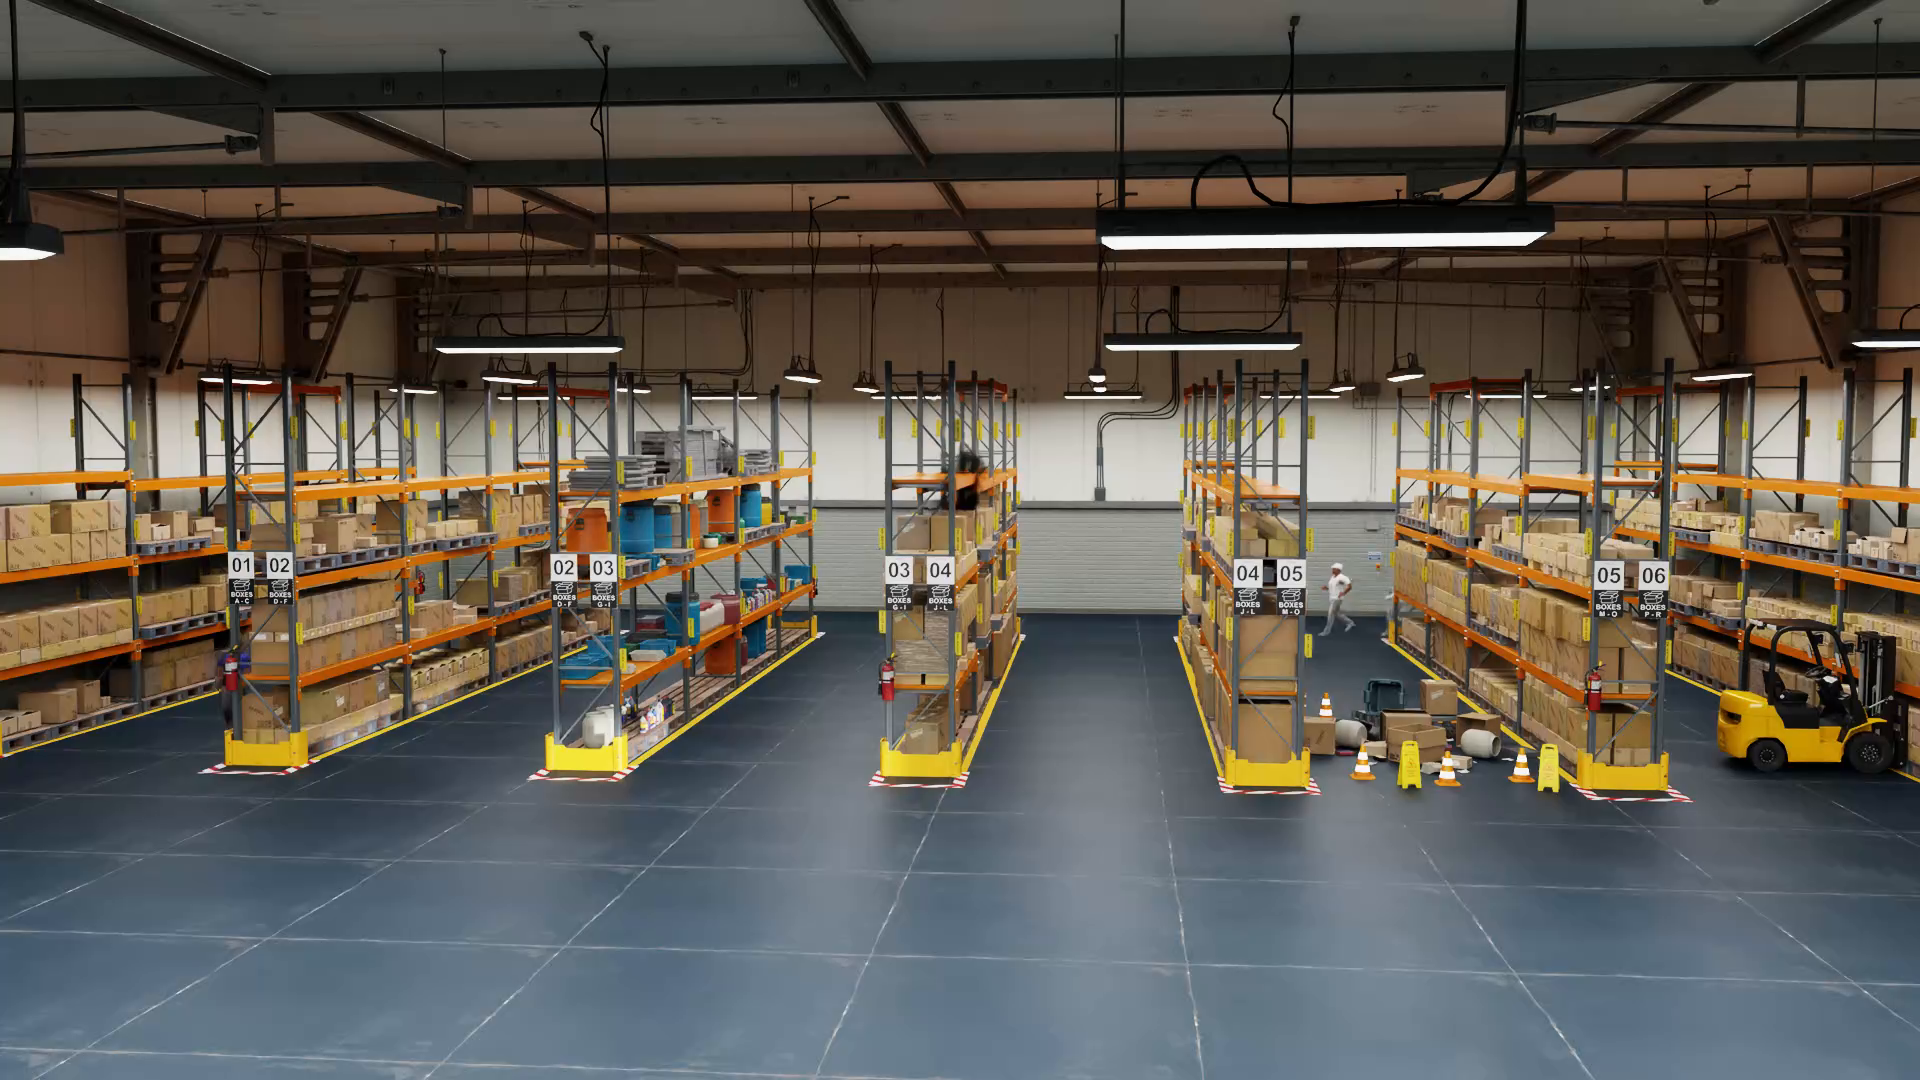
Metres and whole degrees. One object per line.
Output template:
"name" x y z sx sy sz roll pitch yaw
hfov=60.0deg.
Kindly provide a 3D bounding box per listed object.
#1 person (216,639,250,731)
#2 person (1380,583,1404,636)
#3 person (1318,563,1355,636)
"person" -11.896 2.392 27.181 0.552 1.620 0.617 -1 4 -14
"person" 10.587 1.523 40.298 0.809 1.684 0.628 1 4 20
"person" 9.157 1.443 40.436 0.972 1.765 0.699 0 4 -7
